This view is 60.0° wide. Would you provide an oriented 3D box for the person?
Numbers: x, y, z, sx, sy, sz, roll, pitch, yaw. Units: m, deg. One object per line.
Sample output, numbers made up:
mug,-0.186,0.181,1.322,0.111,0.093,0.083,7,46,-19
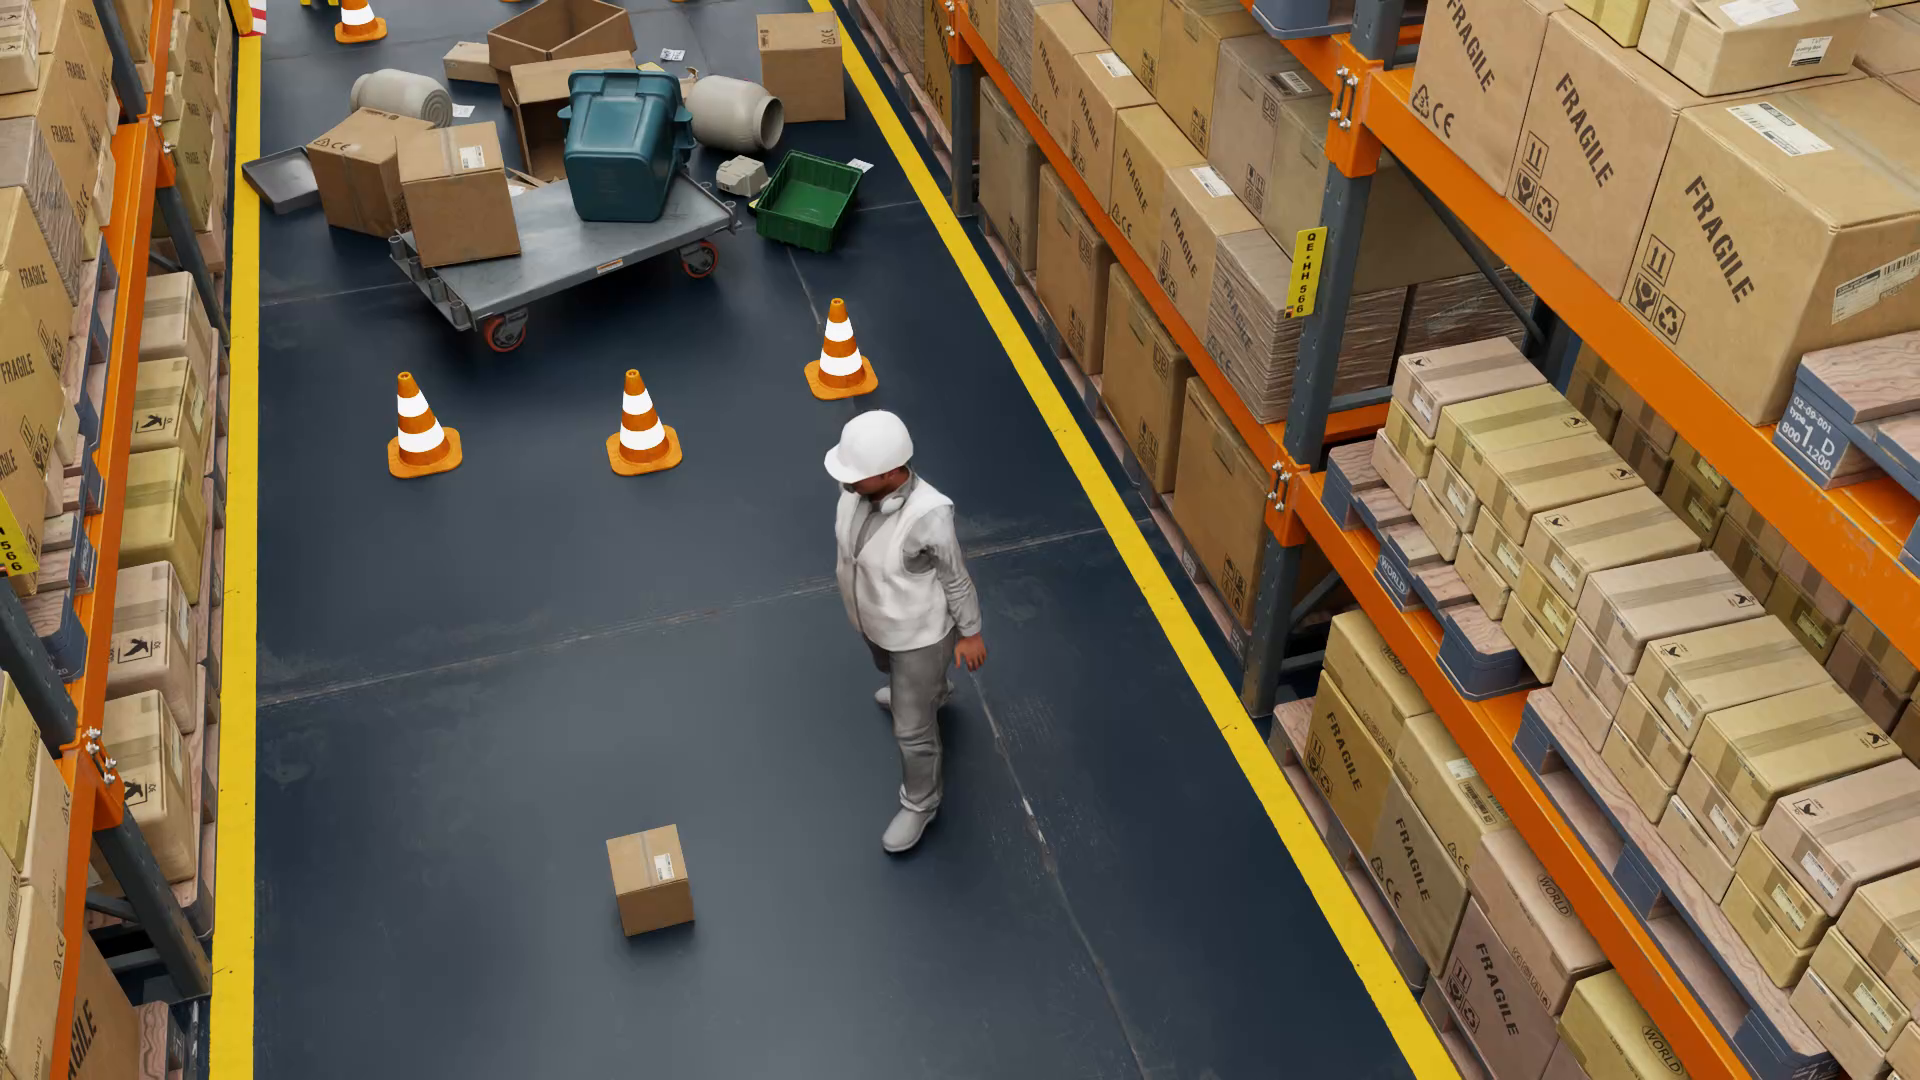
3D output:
person,-0.207,0.229,5.892,0.676,1.759,0.673,-30,50,-29
